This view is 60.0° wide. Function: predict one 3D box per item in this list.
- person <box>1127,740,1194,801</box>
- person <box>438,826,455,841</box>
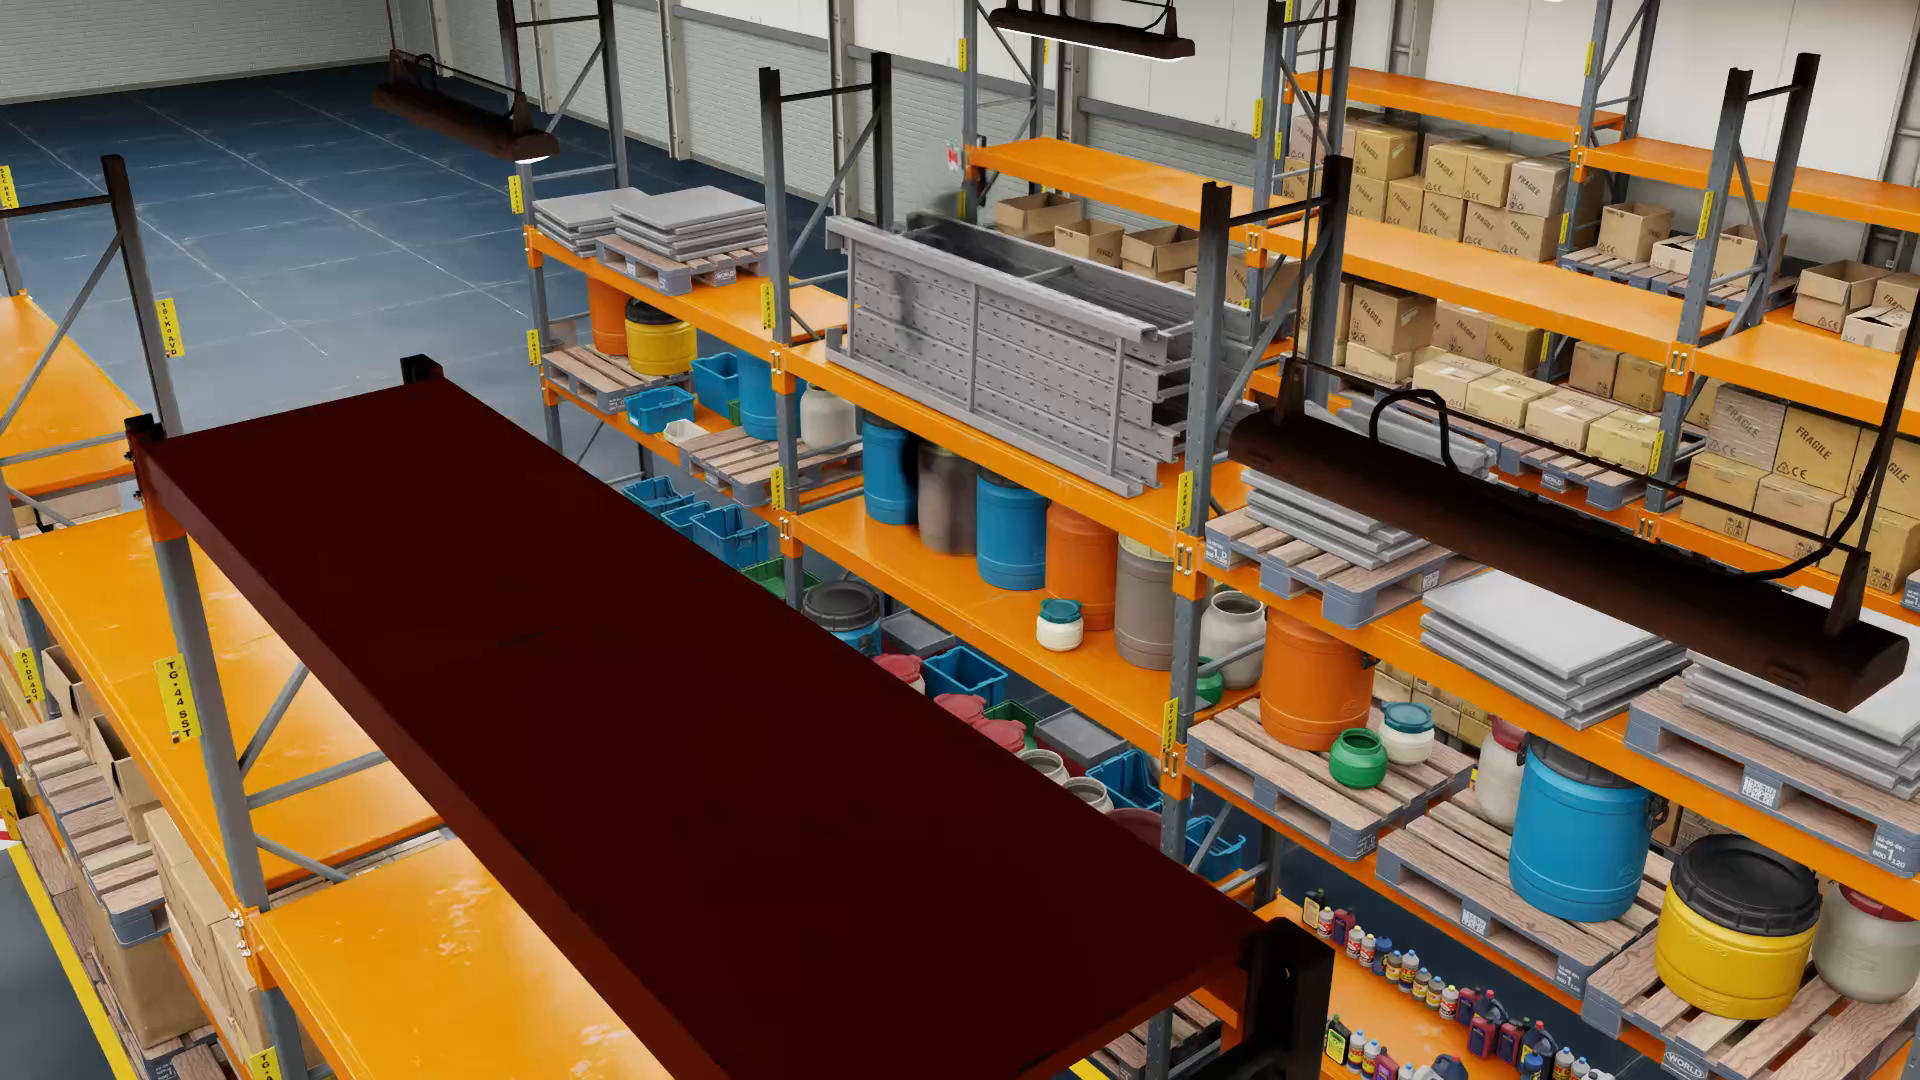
[{"bbox_3d":[1.549,1.330,13.402,0.699,1.771,1.064,-21,33,-36],"label":"person"},{"bbox_3d":[-3.990,1.920,12.411,0.540,1.656,0.608,20,32,36],"label":"person"}]
